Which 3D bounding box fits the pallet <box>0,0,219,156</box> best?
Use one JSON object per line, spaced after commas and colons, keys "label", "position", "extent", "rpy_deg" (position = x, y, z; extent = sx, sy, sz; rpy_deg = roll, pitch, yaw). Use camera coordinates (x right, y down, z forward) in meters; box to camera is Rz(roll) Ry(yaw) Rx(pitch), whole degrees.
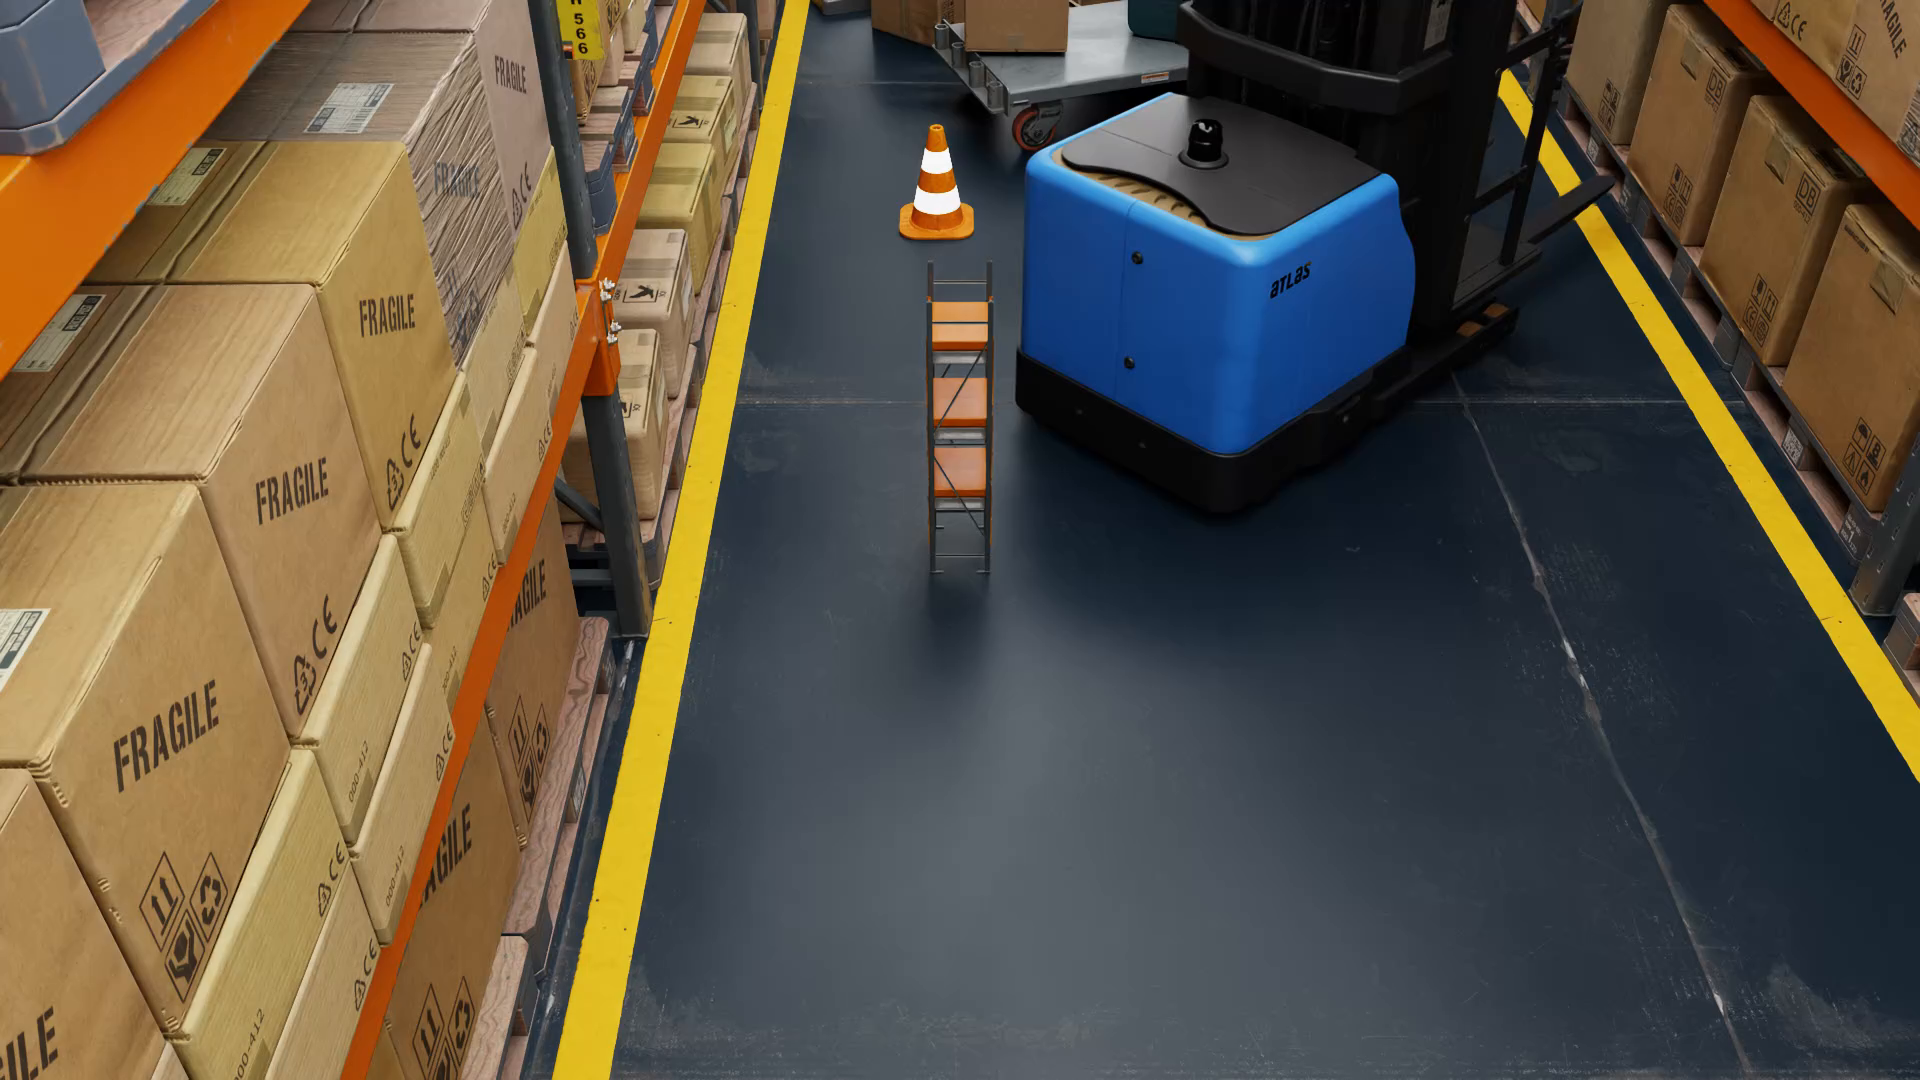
{"label": "pallet", "position": [-1.444, -0.882, 2.204], "extent": [1.003, 0.211, 1.213], "rpy_deg": [2, 39, 2]}

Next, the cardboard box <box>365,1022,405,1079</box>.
{"label": "cardboard box", "position": [-1.587, 1.327, 3.059], "extent": [0.875, 0.875, 0.875], "rpy_deg": [1, 39, 1]}

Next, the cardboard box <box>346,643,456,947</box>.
{"label": "cardboard box", "position": [-1.212, 0.441, 2.921], "extent": [0.500, 0.250, 0.500], "rpy_deg": [-1, 39, -1]}

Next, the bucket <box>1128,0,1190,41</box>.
{"label": "bucket", "position": [1.137, -2.854, 8.315], "extent": [0.726, 0.611, 0.620], "rpy_deg": [13, 50, 15]}

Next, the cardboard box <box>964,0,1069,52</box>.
{"label": "cardboard box", "position": [0.273, -2.729, 8.150], "extent": [0.500, 0.500, 0.500], "rpy_deg": [0, 39, 0]}

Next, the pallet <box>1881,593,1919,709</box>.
{"label": "pallet", "position": [3.447, 0.623, 4.804], "extent": [1.003, 0.211, 1.213], "rpy_deg": [0, 39, 0]}

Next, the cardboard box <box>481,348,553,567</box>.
{"label": "cardboard box", "position": [-1.226, -0.193, 3.712], "extent": [0.500, 0.250, 0.500], "rpy_deg": [1, 39, 1]}

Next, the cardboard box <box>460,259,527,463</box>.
{"label": "cardboard box", "position": [-1.243, -0.400, 3.571], "extent": [0.500, 0.250, 0.500], "rpy_deg": [-1, 39, -1]}

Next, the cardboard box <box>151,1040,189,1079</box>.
{"label": "cardboard box", "position": [-1.245, 0.876, 1.978], "extent": [0.500, 0.250, 0.500], "rpy_deg": [1, 39, 1]}

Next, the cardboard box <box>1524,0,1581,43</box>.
{"label": "cardboard box", "position": [3.512, -3.183, 8.687], "extent": [0.875, 0.875, 0.875], "rpy_deg": [1, 39, 1]}

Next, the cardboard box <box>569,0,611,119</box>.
{"label": "cardboard box", "position": [-1.271, -1.488, 4.554], "extent": [0.500, 0.500, 0.500], "rpy_deg": [-1, 39, -1]}

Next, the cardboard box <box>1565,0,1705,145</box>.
{"label": "cardboard box", "position": [3.534, -2.353, 7.751], "extent": [1.050, 0.750, 0.750], "rpy_deg": [0, 39, 0]}

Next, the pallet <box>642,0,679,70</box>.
{"label": "pallet", "position": [-1.546, -2.050, 6.063], "extent": [1.003, 0.211, 1.213], "rpy_deg": [0, 39, 0]}

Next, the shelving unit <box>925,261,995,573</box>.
{"label": "shelving unit", "position": [0.000, -0.376, 5.380], "extent": [0.215, 1.050, 0.252], "rpy_deg": [0, 39, 0]}

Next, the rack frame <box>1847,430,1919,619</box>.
{"label": "rack frame", "position": [3.448, -0.954, 4.542], "extent": [1.000, 3.000, 0.127], "rpy_deg": [0, 39, 0]}

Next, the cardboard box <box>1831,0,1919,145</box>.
{"label": "cardboard box", "position": [3.179, -1.586, 5.251], "extent": [0.500, 0.500, 0.500], "rpy_deg": [0, 39, 0]}

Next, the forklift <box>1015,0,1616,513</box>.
{"label": "forklift", "position": [1.609, -2.053, 5.968], "extent": [3.031, 2.935, 1.130], "rpy_deg": [-32, 49, -33]}

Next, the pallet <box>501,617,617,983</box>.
{"label": "pallet", "position": [-1.577, 0.694, 4.715], "extent": [1.003, 0.211, 1.213], "rpy_deg": [0, 39, 0]}

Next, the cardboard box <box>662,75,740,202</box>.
{"label": "cardboard box", "position": [-1.500, -1.749, 7.300], "extent": [0.950, 0.372, 0.625], "rpy_deg": [2, 39, 3]}

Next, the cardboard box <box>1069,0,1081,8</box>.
{"label": "cardboard box", "position": [0.638, -2.833, 9.072], "extent": [0.258, 0.266, 0.396], "rpy_deg": [-28, 46, -30]}

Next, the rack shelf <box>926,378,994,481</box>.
{"label": "rack shelf", "position": [0.000, -0.368, 5.387], "extent": [0.215, 0.259, 0.240], "rpy_deg": [0, 39, 0]}

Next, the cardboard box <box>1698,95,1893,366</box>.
{"label": "cardboard box", "position": [3.532, -1.167, 6.271], "extent": [1.050, 0.750, 0.750], "rpy_deg": [1, 39, 1]}

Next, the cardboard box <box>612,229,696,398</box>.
{"label": "cardboard box", "position": [-1.502, -0.840, 6.165], "extent": [0.950, 0.372, 0.625], "rpy_deg": [-1, 39, -1]}

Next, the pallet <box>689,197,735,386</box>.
{"label": "pallet", "position": [-1.500, -1.049, 6.890], "extent": [1.003, 0.211, 1.213], "rpy_deg": [0, 39, 0]}

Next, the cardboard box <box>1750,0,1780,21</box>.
{"label": "cardboard box", "position": [3.174, -2.219, 6.041], "extent": [0.500, 0.500, 0.500], "rpy_deg": [1, 39, 1]}

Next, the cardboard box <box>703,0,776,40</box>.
{"label": "cardboard box", "position": [-1.238, -2.849, 8.769], "extent": [0.500, 0.250, 0.500], "rpy_deg": [-2, 39, -2]}

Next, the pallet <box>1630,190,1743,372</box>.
{"label": "pallet", "position": [3.523, -1.120, 6.979], "extent": [1.003, 0.211, 1.213], "rpy_deg": [0, 39, 0]}

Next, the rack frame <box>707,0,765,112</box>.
{"label": "rack frame", "position": [-1.507, -3.389, 7.580], "extent": [1.000, 3.000, 0.127], "rpy_deg": [0, 39, 0]}

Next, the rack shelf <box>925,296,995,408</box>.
{"label": "rack shelf", "position": [0.000, -0.589, 5.209], "extent": [0.215, 0.259, 0.240], "rpy_deg": [0, 39, 0]}

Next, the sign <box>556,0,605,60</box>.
{"label": "sign", "position": [-0.947, -1.341, 4.099], "extent": [0.100, 0.325, 0.005], "rpy_deg": [0, 39, 0]}

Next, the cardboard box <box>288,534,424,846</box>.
{"label": "cardboard box", "position": [-1.222, 0.245, 2.766], "extent": [0.500, 0.250, 0.500], "rpy_deg": [-1, 39, -1]}

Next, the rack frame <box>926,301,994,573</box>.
{"label": "rack frame", "position": [0.000, -0.300, 5.285], "extent": [0.200, 1.050, 0.008], "rpy_deg": [0, 39, 0]}

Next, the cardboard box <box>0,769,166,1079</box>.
{"label": "cardboard box", "position": [-1.239, 0.592, 1.734], "extent": [0.500, 0.500, 0.500], "rpy_deg": [0, 39, 0]}

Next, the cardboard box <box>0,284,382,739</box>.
{"label": "cardboard box", "position": [-1.244, -0.045, 2.528], "extent": [0.500, 0.500, 0.500], "rpy_deg": [-1, 39, -1]}

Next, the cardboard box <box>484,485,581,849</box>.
{"label": "cardboard box", "position": [-1.585, 0.210, 4.452], "extent": [0.875, 0.875, 0.875], "rpy_deg": [0, 39, 0]}

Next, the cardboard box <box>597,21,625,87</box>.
{"label": "cardboard box", "position": [-1.238, -1.504, 5.094], "extent": [0.380, 0.149, 0.250], "rpy_deg": [-2, 39, -3]}

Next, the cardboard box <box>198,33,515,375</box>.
{"label": "cardboard box", "position": [-1.231, -0.672, 3.311], "extent": [0.500, 0.500, 0.500], "rpy_deg": [1, 39, 1]}

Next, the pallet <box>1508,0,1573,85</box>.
{"label": "pallet", "position": [3.520, -2.843, 9.128], "extent": [1.003, 0.211, 1.213], "rpy_deg": [0, 39, 0]}

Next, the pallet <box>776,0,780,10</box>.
{"label": "pallet", "position": [-1.547, -3.485, 9.930], "extent": [1.003, 0.211, 1.213], "rpy_deg": [0, 39, 0]}

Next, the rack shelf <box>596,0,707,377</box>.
{"label": "rack shelf", "position": [-1.505, -1.857, 6.244], "extent": [1.077, 0.370, 4.000], "rpy_deg": [0, 39, 0]}
